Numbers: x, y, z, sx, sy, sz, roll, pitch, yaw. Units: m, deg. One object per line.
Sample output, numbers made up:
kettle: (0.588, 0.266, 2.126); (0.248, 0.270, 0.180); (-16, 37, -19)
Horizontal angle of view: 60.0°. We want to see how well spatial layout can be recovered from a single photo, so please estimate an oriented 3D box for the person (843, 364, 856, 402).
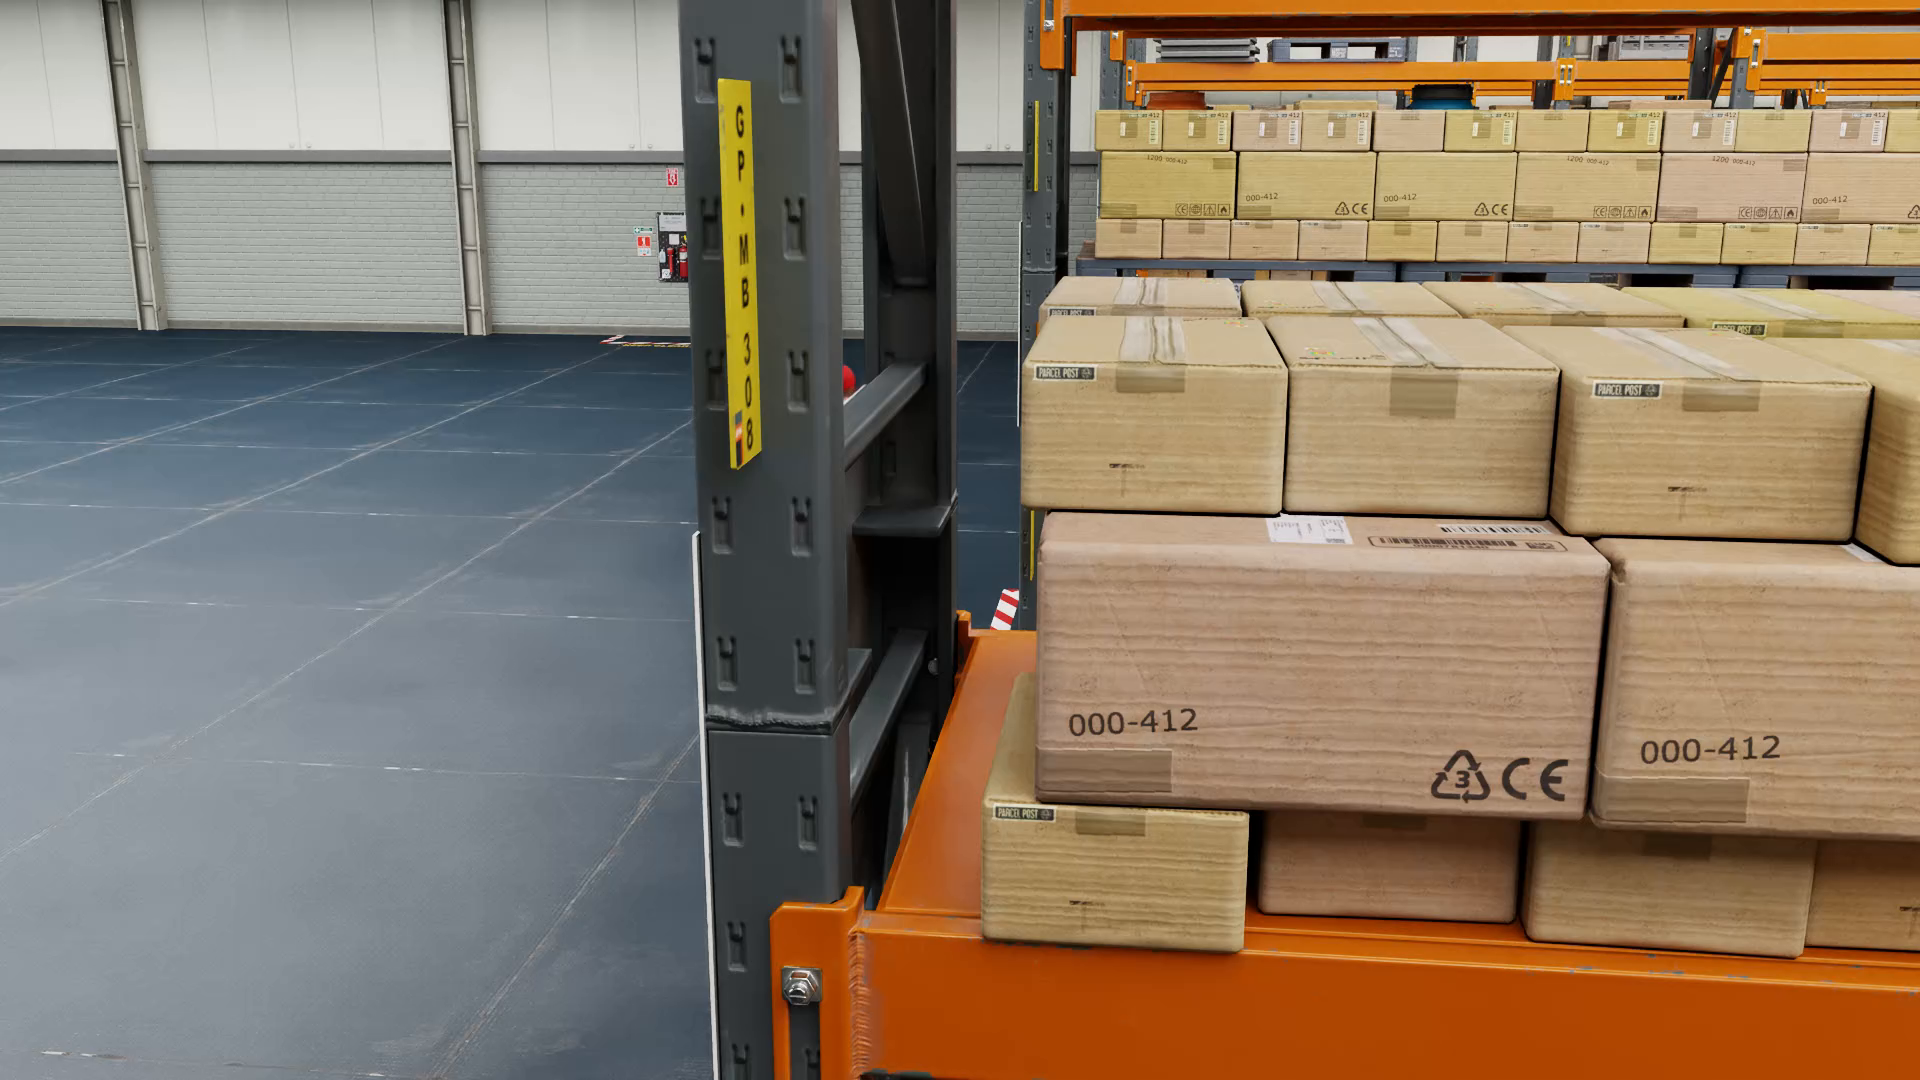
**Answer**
person: (-0.863, -0.466, 12.790); (0.543, 1.764, 0.887); (-2, 14, -9)
